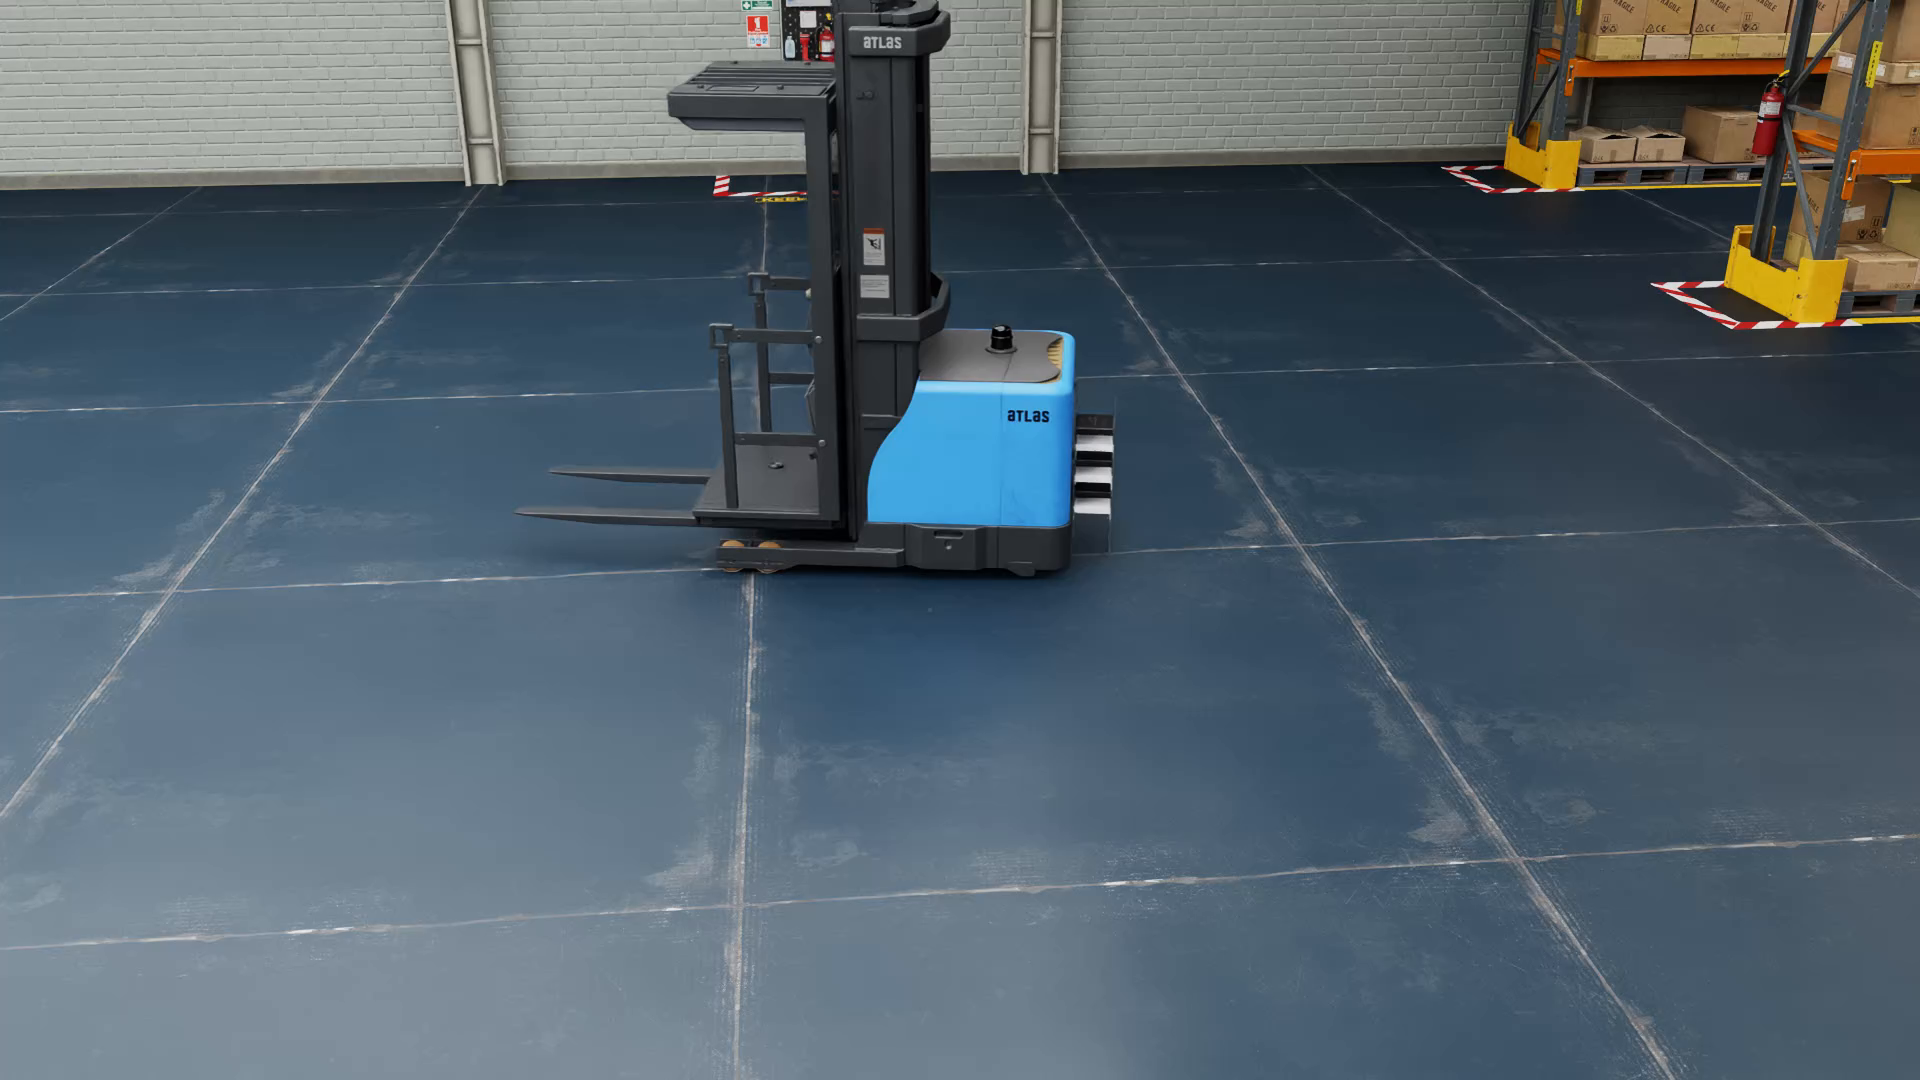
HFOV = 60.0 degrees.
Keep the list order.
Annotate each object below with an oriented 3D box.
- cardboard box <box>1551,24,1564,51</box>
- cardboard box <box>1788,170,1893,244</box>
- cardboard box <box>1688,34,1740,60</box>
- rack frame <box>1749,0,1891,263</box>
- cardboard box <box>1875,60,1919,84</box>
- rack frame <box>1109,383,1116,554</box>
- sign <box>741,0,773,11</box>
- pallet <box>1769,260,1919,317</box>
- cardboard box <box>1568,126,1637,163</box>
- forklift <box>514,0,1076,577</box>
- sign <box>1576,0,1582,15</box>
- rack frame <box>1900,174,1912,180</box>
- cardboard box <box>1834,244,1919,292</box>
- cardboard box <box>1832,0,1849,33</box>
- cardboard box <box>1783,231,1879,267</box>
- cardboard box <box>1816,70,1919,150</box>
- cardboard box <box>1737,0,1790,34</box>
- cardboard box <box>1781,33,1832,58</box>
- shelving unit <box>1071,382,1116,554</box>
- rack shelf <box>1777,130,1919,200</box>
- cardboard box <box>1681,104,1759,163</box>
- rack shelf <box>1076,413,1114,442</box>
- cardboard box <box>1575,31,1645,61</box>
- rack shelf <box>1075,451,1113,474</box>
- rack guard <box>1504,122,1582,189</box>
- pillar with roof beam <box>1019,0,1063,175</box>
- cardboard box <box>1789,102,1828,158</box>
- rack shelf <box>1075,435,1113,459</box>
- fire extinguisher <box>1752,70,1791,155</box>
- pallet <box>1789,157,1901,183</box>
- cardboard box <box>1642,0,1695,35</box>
[{"bbox_3d":[6.680,-5.360,17.775,0.500,0.250,0.500,-2,24,-4],"label":"cardboard box"},{"bbox_3d":[7.229,-2.740,13.666,0.500,0.500,0.500,-2,24,-5],"label":"cardboard box"},{"bbox_3d":[7.774,-5.198,17.412,0.500,0.250,0.500,-3,24,-6],"label":"cardboard box"},{"bbox_3d":[6.725,-3.320,13.026,0.127,3.000,1.000,-2,24,-5],"label":"rack frame"},{"bbox_3d":[7.136,-3.591,12.713,0.250,0.149,0.380,-2,24,-6],"label":"cardboard box"},{"bbox_3d":[0.825,-0.384,9.007,0.006,0.900,0.240,2,24,4],"label":"rack frame"},{"bbox_3d":[-2.143,-5.652,17.575,0.331,0.109,0.001,-2,24,-5],"label":"sign"},{"bbox_3d":[7.482,-2.093,13.699,1.213,0.211,1.003,-2,24,-5],"label":"pallet"},{"bbox_3d":[6.932,-4.286,17.968,0.500,0.311,0.500,-5,24,-11],"label":"cardboard box"},{"bbox_3d":[-0.894,-1.372,8.728,3.031,2.935,1.130,2,24,4],"label":"forklift"},{"bbox_3d":[6.288,-5.498,16.861,0.005,0.325,0.100,-2,24,-5],"label":"sign"},{"bbox_3d":[10.215,-5.482,17.890,0.127,3.000,1.000,-2,24,-5],"label":"rack frame"},{"bbox_3d":[7.280,-2.187,13.345,0.500,0.250,0.500,-2,24,-5],"label":"cardboard box"},{"bbox_3d":[9.279,-5.599,17.390,0.500,0.500,0.500,-2,24,-5],"label":"cardboard box"},{"bbox_3d":[7.229,-2.396,13.816,0.500,0.250,0.500,-2,24,-5],"label":"cardboard box"},{"bbox_3d":[7.191,-3.379,13.036,0.500,0.500,0.700,-2,24,-5],"label":"cardboard box"},{"bbox_3d":[8.259,-5.562,17.307,0.500,0.500,0.500,-2,24,-3],"label":"cardboard box"},{"bbox_3d":[8.778,-5.238,17.502,0.500,0.250,0.500,-2,24,-5],"label":"cardboard box"},{"bbox_3d":[0.724,-0.387,9.014,0.210,0.900,0.258,2,24,4],"label":"shelving unit"},{"bbox_3d":[8.715,-3.071,13.352,4.000,0.370,1.077,-2,24,-5],"label":"rack shelf"},{"bbox_3d":[8.234,-4.404,18.001,0.500,0.500,0.700,-4,24,-8],"label":"cardboard box"},{"bbox_3d":[0.724,-0.604,8.918,0.200,0.077,0.258,2,24,4],"label":"rack shelf"},{"bbox_3d":[6.751,-5.154,17.312,0.500,0.250,0.500,-3,24,-7],"label":"cardboard box"},{"bbox_3d":[0.724,-0.439,8.991,0.200,0.077,0.258,2,24,4],"label":"rack shelf"},{"bbox_3d":[6.310,-4.183,18.045,0.348,0.500,1.175,-2,24,-5],"label":"rack guard"},{"bbox_3d":[1.298,-6.461,12.708,0.400,9.000,9.100,-2,24,-5],"label":"pillar with roof beam"},{"bbox_3d":[9.186,-4.483,18.179,0.500,0.500,0.500,-4,24,-9],"label":"cardboard box"},{"bbox_3d":[0.724,-0.522,8.954,0.200,0.077,0.258,2,24,4],"label":"rack shelf"},{"bbox_3d":[6.562,-3.468,13.454,0.183,0.674,0.296,-2,24,-5],"label":"fire extinguisher"},{"bbox_3d":[9.550,-4.166,18.364,1.213,0.211,1.003,-2,24,-5],"label":"pallet"},{"bbox_3d":[7.232,-5.519,17.210,0.500,0.500,0.500,-2,24,-5],"label":"cardboard box"}]
